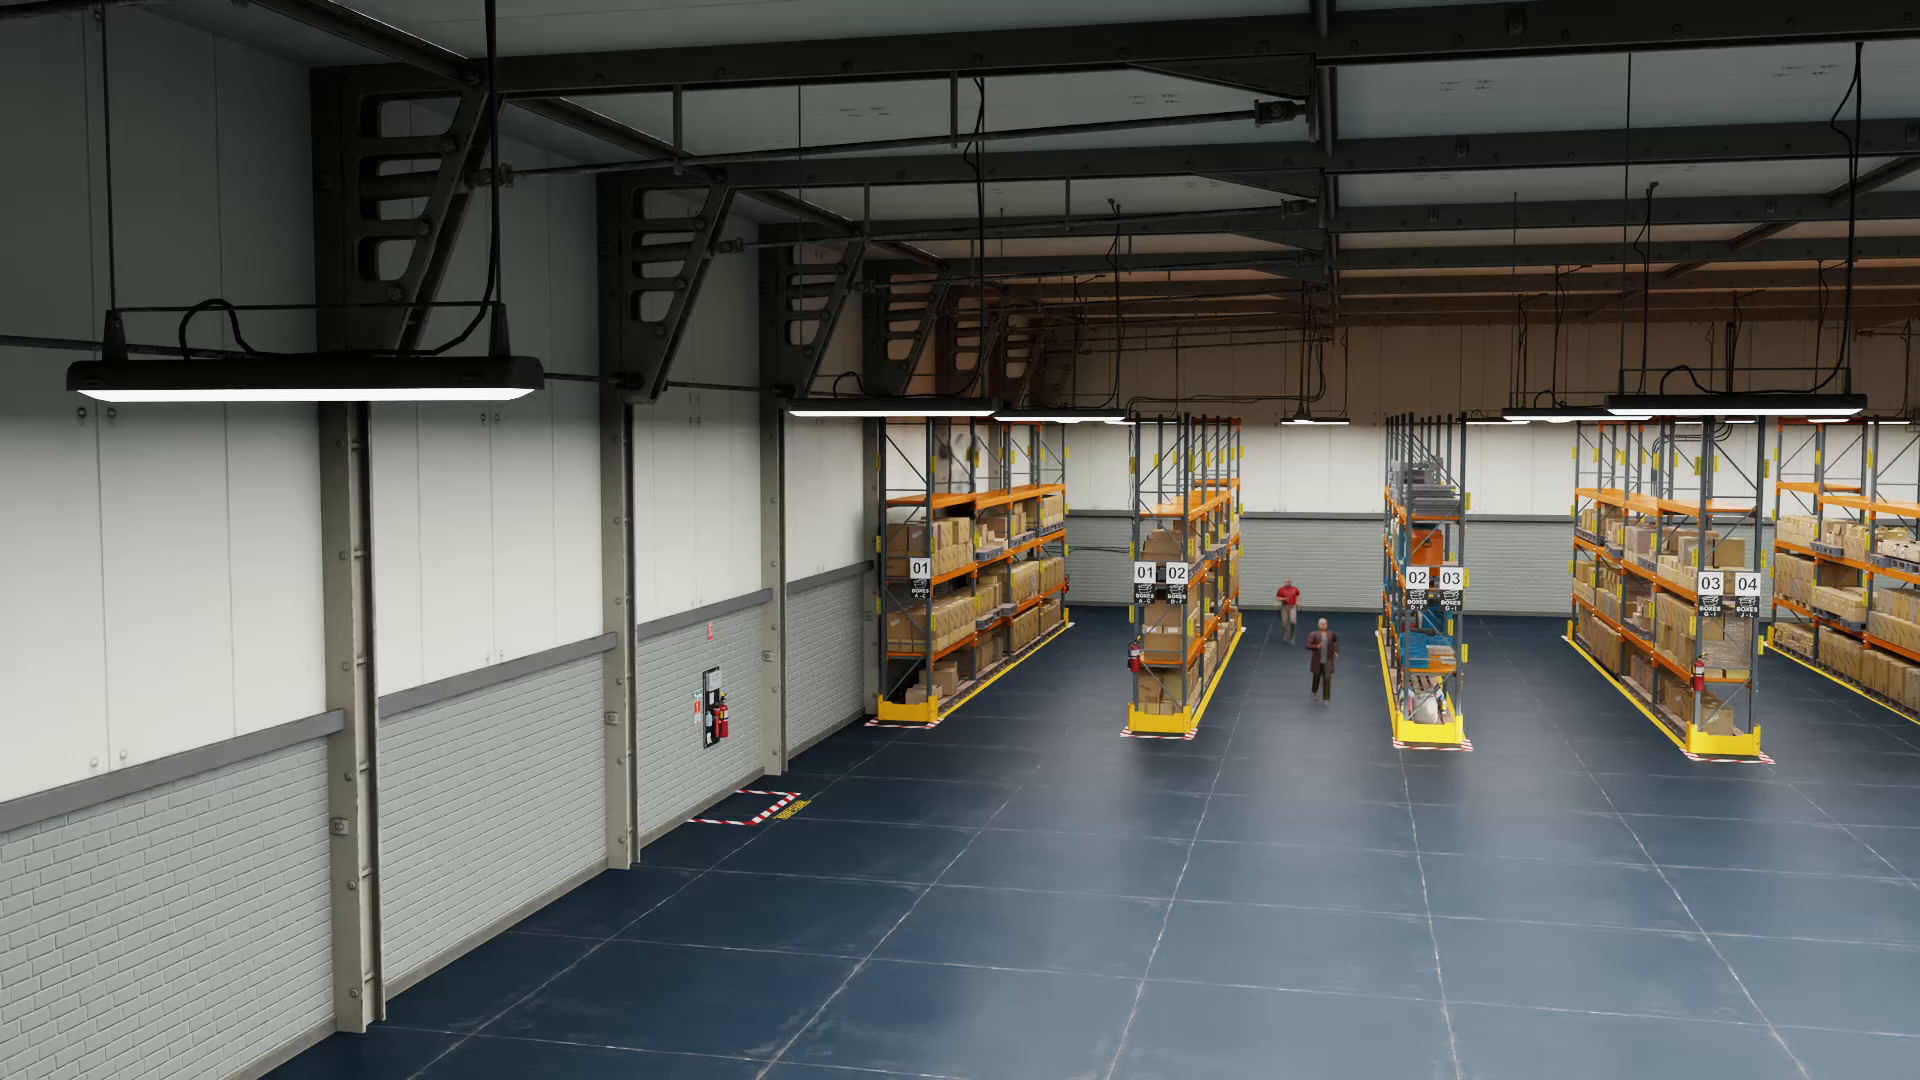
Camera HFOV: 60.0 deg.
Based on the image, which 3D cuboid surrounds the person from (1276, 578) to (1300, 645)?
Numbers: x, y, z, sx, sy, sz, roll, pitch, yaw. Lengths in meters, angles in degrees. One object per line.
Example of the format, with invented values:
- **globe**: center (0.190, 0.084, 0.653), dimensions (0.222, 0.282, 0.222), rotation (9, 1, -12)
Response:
- **person**: center (8.701, 1.893, 44.059), dimensions (0.636, 1.801, 0.777), rotation (1, 4, 8)

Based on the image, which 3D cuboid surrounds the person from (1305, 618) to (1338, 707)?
- **person**: center (7.418, 2.481, 34.104), dimensions (0.690, 1.757, 1.068), rotation (0, 4, 3)
